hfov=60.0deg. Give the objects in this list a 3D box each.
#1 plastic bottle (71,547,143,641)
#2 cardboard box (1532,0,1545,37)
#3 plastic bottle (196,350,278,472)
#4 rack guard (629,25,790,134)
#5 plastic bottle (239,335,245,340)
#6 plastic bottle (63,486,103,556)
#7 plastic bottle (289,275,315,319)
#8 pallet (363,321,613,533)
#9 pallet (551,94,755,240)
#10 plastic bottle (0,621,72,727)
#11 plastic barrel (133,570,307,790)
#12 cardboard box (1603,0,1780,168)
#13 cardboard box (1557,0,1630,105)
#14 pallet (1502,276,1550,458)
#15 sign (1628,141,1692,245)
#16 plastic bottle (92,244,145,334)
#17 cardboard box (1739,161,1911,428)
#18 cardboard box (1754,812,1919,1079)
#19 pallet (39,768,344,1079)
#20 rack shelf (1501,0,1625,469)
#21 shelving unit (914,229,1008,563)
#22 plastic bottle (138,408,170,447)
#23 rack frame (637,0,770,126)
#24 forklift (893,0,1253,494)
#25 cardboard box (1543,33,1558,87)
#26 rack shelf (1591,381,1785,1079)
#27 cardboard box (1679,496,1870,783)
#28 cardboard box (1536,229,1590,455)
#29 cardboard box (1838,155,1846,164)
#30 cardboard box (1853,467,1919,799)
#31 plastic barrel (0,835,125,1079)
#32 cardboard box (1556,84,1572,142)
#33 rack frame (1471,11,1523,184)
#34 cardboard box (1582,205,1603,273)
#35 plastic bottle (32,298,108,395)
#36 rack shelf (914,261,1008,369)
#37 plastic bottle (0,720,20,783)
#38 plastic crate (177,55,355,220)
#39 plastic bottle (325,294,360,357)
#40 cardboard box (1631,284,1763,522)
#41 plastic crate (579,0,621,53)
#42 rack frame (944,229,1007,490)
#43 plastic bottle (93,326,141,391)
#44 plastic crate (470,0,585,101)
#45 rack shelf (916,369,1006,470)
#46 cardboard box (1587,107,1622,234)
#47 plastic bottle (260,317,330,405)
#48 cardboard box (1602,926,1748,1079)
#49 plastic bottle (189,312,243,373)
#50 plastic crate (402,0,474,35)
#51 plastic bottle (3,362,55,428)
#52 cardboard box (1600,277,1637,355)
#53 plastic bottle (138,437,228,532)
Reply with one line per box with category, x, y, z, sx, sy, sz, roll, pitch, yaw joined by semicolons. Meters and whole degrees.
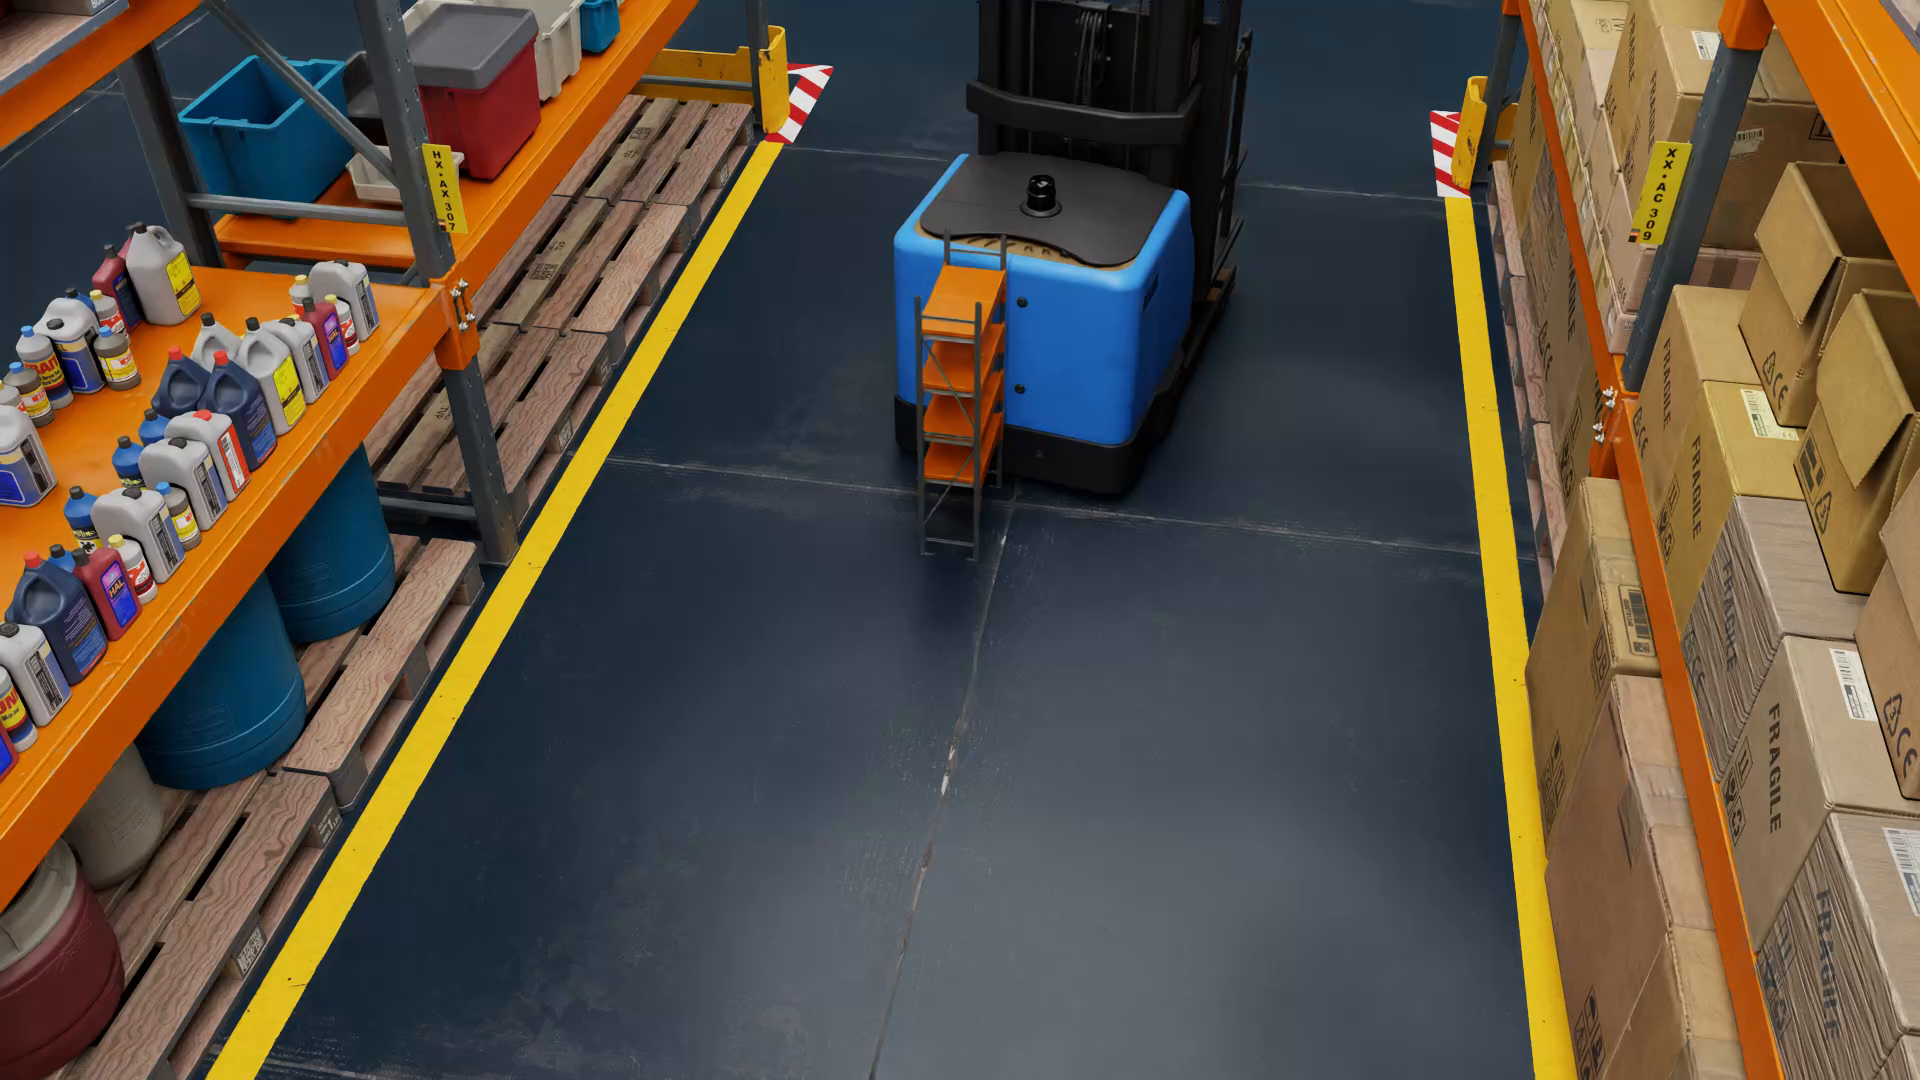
plastic bottle;-2.236;0.116;4.347;0.061;0.283;0.133;6;40;8
cardboard box;2.775;-2.333;7.415;0.380;0.149;0.250;6;40;7
plastic bottle;-2.146;-0.390;4.906;0.144;0.351;0.185;6;40;8
rack guard;-1.594;-2.701;9.625;1.175;0.500;0.348;6;40;8
plastic bottle;-2.217;-0.551;5.218;0.097;0.201;0.097;0;40;0
plastic bottle;-2.367;-0.031;4.535;0.097;0.271;0.097;0;40;0
plastic bottle;-2.154;-0.780;5.495;0.097;0.201;0.097;0;40;0
pallet;-2.189;-0.529;7.224;1.003;0.211;1.213;6;40;8
pallet;-1.766;-2.060;9.076;1.003;0.211;1.213;6;40;8
plastic bottle;-2.337;0.314;4.113;0.152;0.276;0.135;6;40;8
plastic barrel;-2.511;0.293;5.358;0.600;0.901;0.708;6;40;8
cardboard box;2.508;-1.569;5.590;0.500;0.500;0.500;7;40;8
cardboard box;2.685;-1.917;6.599;0.500;0.250;0.500;6;40;7
pallet;3.018;-0.753;7.495;1.003;0.211;1.213;6;40;8
sign;2.054;-1.016;4.883;0.100;0.325;0.005;6;40;8
plastic bottle;-2.784;-0.826;5.486;0.061;0.283;0.133;6;40;8
cardboard box;2.498;-0.615;4.274;0.797;0.503;0.637;5;40;7
cardboard box;1.928;0.905;3.223;0.500;0.500;0.500;5;40;6
pallet;-2.661;1.185;5.151;1.003;0.211;1.213;6;40;8
rack shelf;2.947;-1.569;6.859;1.077;0.370;4.000;6;40;8
shelving unit;0.007;-0.543;6.465;0.258;1.200;0.503;8;40;9
plastic bottle;-2.304;-0.261;4.813;0.097;0.271;0.097;0;40;0
rack frame;-1.585;-3.648;8.808;1.000;3.000;0.127;6;40;8
forklift;0.710;-2.265;7.190;1.130;2.935;3.031;13;41;16
cardboard box;2.686;-2.011;7.026;0.380;0.149;0.250;6;40;7
rack shelf;2.254;0.941;3.822;1.077;0.370;4.000;6;40;8
cardboard box;2.102;0.261;4.002;0.500;0.500;0.500;6;40;7
cardboard box;2.949;-0.905;6.828;0.875;0.875;0.875;6;40;8
cardboard box;2.935;-1.210;5.155;0.500;0.500;0.500;6;40;8
cardboard box;2.276;0.206;3.281;0.797;0.503;0.637;8;40;9
plastic barrel;-2.707;1.123;4.601;0.600;0.588;0.708;6;40;8
cardboard box;2.598;-1.688;6.635;0.380;0.149;0.250;7;40;8
rack frame;3.293;-3.102;8.148;1.000;3.000;0.127;6;40;8
cardboard box;2.420;-1.045;5.857;0.380;0.149;0.250;6;40;7
plastic bottle;-2.796;-0.612;5.233;0.152;0.276;0.135;6;40;8
rack shelf;0.007;-0.846;6.215;0.258;0.148;0.480;8;40;9
plastic bottle;-2.332;0.462;3.929;0.061;0.283;0.133;6;40;8
plastic crate;-2.533;-1.485;6.158;0.392;0.384;0.575;6;40;8
plastic bottle;-2.021;-0.702;5.401;0.097;0.201;0.097;0;40;0
cardboard box;2.275;-0.369;4.764;0.500;0.500;0.500;7;40;8
plastic crate;-1.688;-2.289;7.249;0.416;0.233;0.300;6;40;8
rack frame;0.058;-0.695;6.649;0.240;1.200;0.015;8;40;9
plastic bottle;-2.670;-0.581;5.254;0.097;0.201;0.097;0;40;0
plastic crate;-1.832;-2.053;6.925;0.437;0.282;0.530;6;40;8
rack shelf;0.007;-0.491;6.508;0.258;0.148;0.480;8;40;9
cardboard box;2.506;-1.279;5.828;0.500;0.250;0.500;8;40;9
plastic bottle;-2.091;-0.577;5.192;0.152;0.276;0.135;6;40;8
cardboard box;2.210;1.587;3.815;1.225;0.875;0.875;7;40;8
plastic bottle;-2.256;-0.521;5.065;0.144;0.351;0.185;6;40;8
plastic crate;-2.272;-2.185;7.199;0.293;0.136;0.466;6;40;8
plastic bottle;-2.860;-0.452;5.099;0.097;0.201;0.097;0;40;0
cardboard box;2.331;-0.722;5.466;0.380;0.149;0.250;7;40;8
plastic bottle;-2.201;-0.177;4.707;0.152;0.276;0.135;6;40;8
